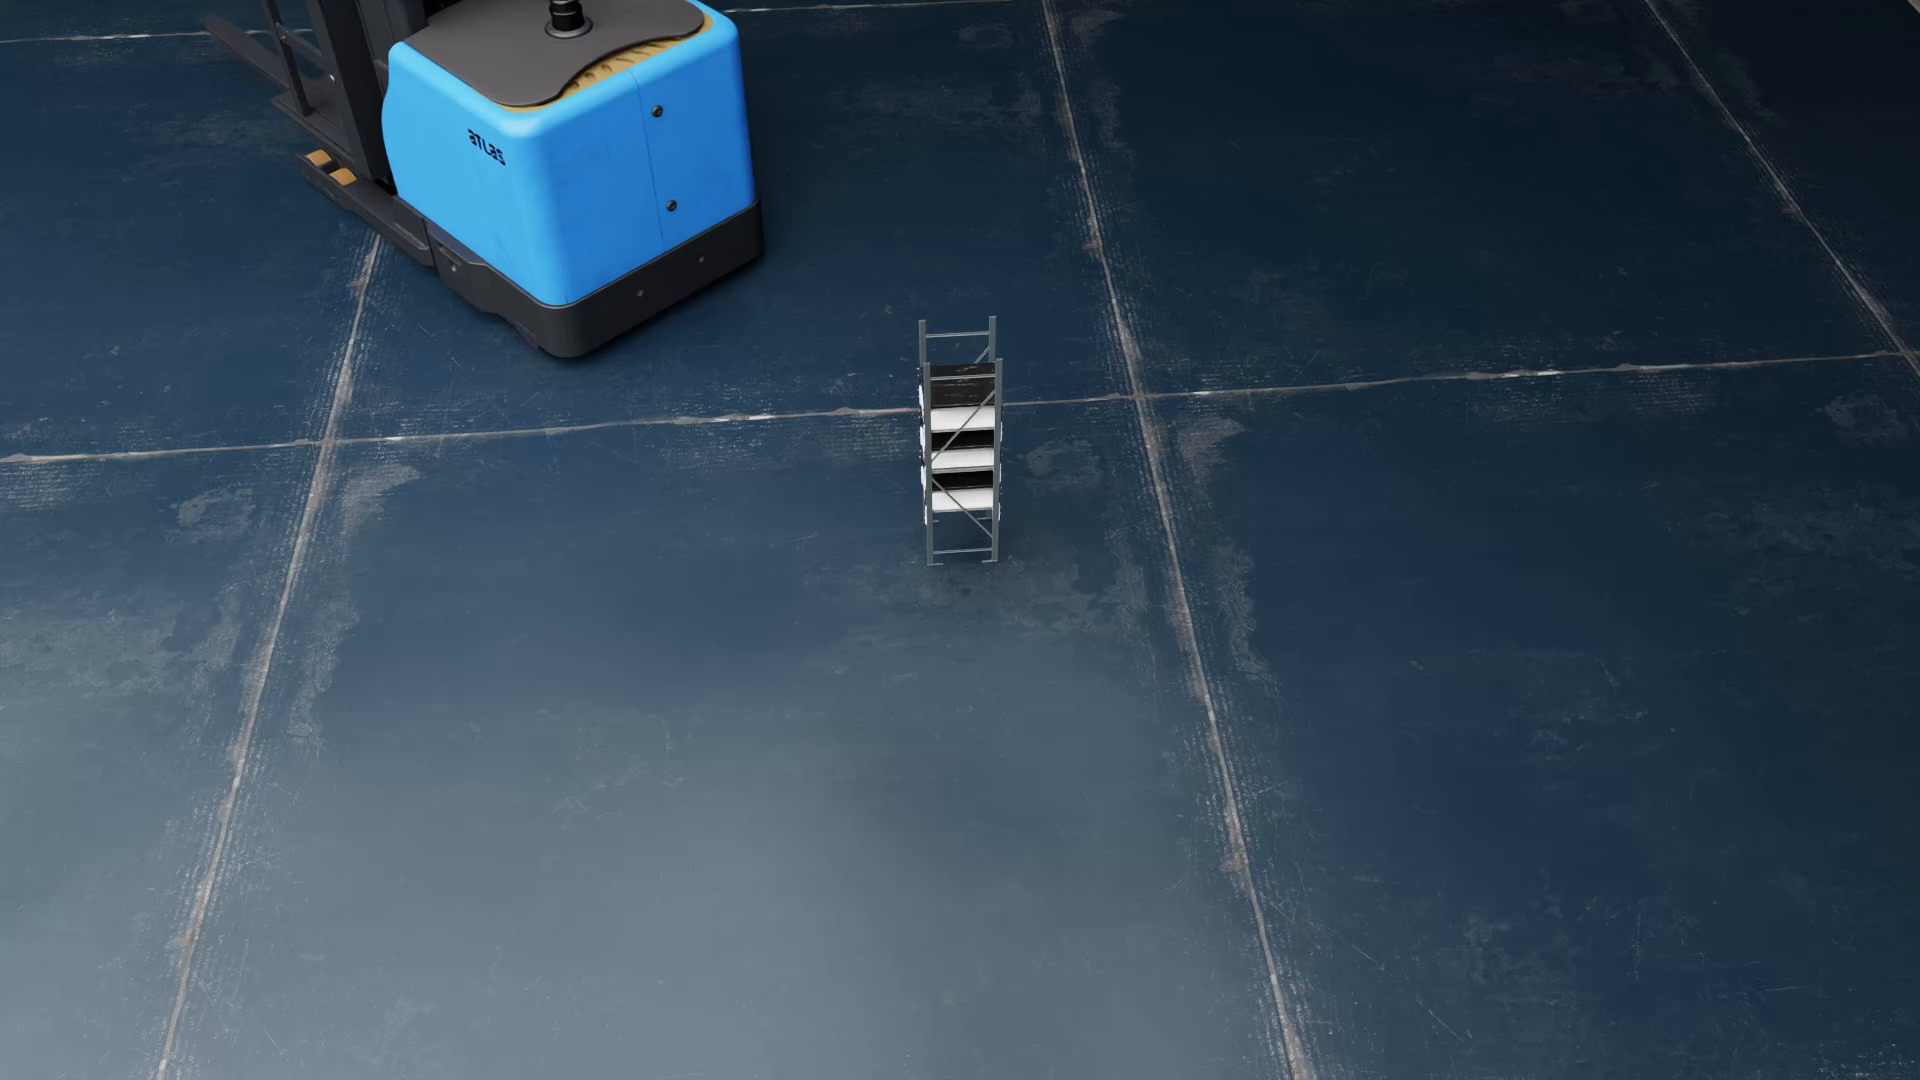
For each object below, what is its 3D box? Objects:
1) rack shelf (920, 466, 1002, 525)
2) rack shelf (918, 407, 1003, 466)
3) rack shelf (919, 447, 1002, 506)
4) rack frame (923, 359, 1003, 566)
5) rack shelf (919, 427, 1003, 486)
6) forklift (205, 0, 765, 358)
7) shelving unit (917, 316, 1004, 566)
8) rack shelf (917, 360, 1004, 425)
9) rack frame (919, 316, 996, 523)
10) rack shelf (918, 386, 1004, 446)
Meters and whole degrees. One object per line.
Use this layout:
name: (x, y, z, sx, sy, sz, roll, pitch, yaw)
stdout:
rack shelf: (0.001, -0.157, 5.573, 0.258, 0.077, 0.200, -3, 47, -3)
rack shelf: (0.001, -0.343, 5.377, 0.258, 0.077, 0.200, -3, 47, -3)
rack shelf: (0.001, -0.219, 5.507, 0.258, 0.077, 0.200, -3, 47, -3)
rack frame: (0.009, -0.230, 5.348, 0.240, 0.900, 0.006, -3, 47, -3)
rack shelf: (0.001, -0.281, 5.442, 0.258, 0.077, 0.200, -3, 47, -3)
forklift: (-2.198, -2.660, 6.251, 3.031, 2.935, 1.130, 36, 56, 29)
shelving unit: (0.001, -0.304, 5.418, 0.258, 0.900, 0.210, -3, 47, -3)
rack shelf: (0.001, -0.466, 5.246, 0.258, 0.077, 0.200, -3, 47, -3)
rack frame: (-0.008, -0.377, 5.487, 0.240, 0.900, 0.006, -3, 47, -3)
rack shelf: (0.001, -0.404, 5.311, 0.258, 0.077, 0.200, -3, 47, -3)
